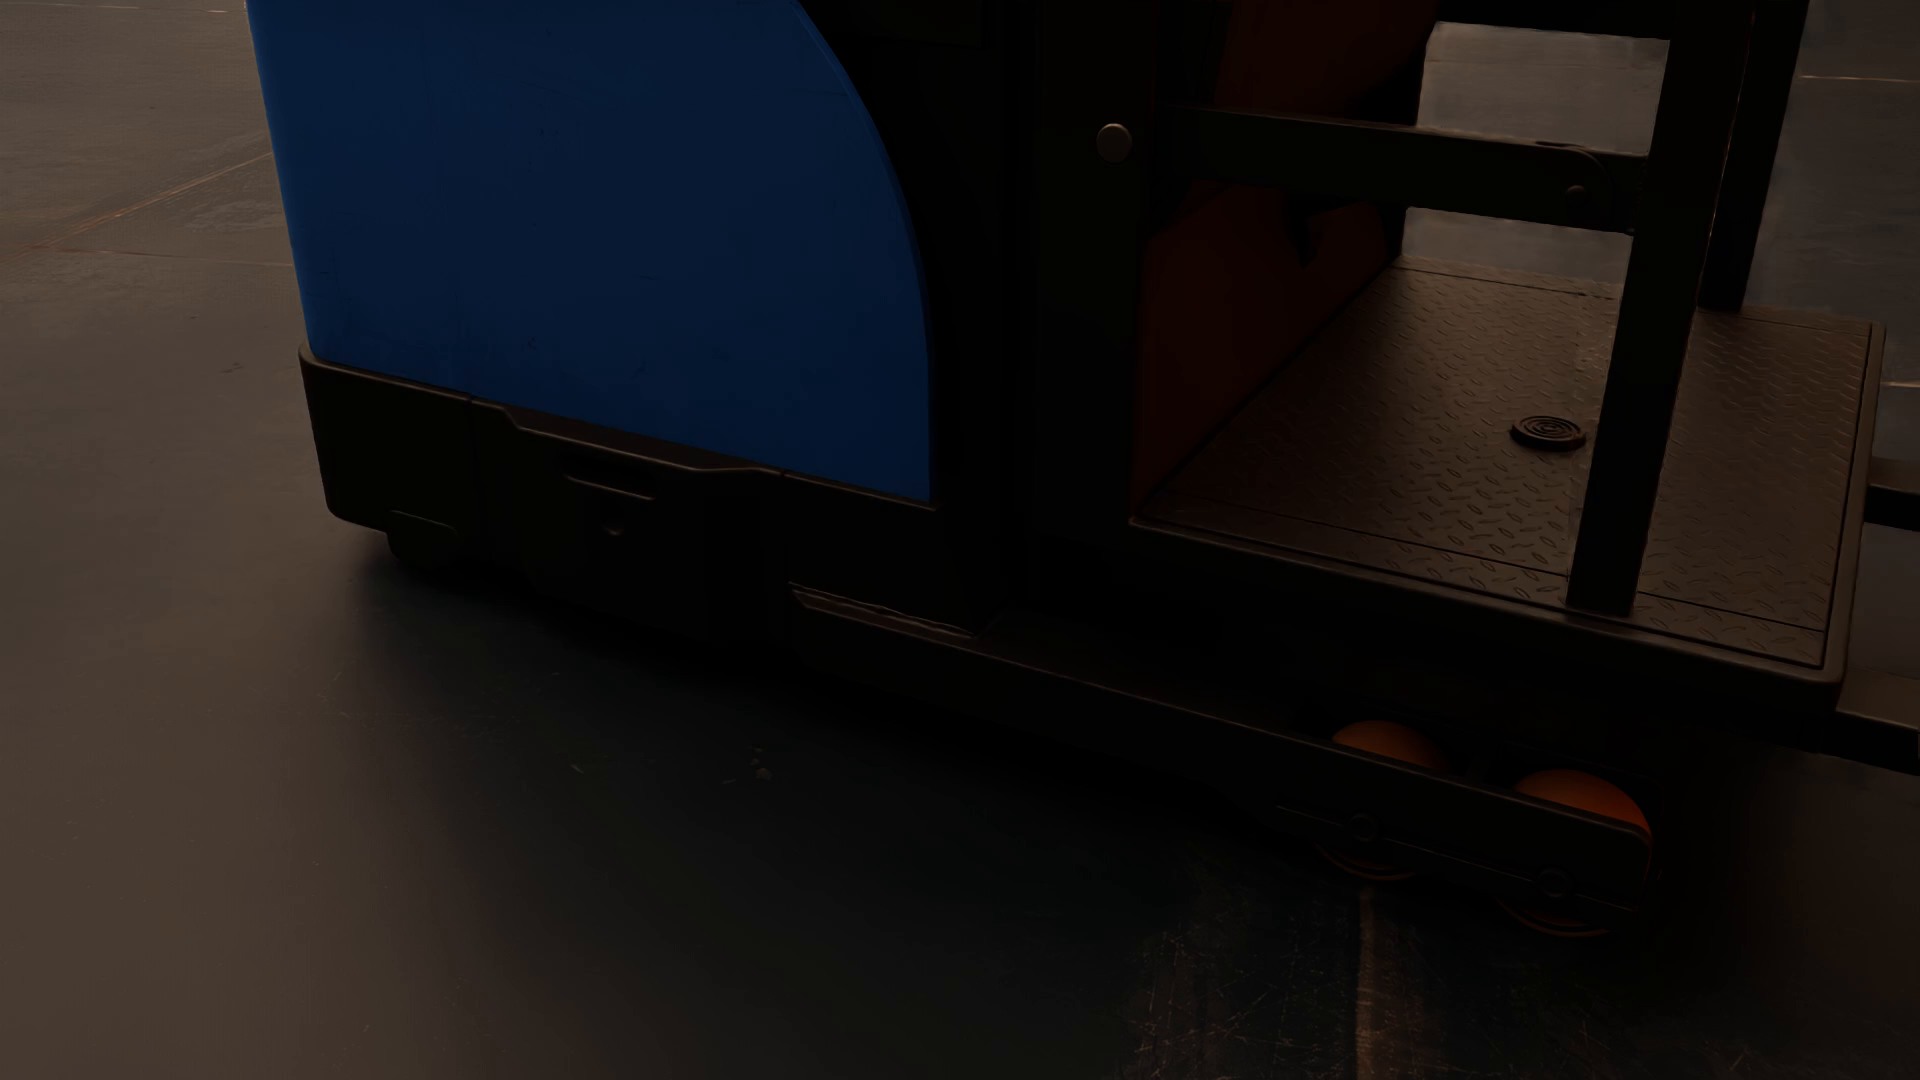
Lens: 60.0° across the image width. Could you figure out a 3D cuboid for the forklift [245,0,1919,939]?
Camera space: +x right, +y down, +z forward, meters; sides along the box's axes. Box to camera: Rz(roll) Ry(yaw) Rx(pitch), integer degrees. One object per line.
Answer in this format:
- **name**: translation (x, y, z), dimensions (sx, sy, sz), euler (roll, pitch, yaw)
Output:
- **forklift**: translation (0.607, -1.178, 1.581), dimensions (3.031, 2.935, 1.130), euler (14, 30, 25)
